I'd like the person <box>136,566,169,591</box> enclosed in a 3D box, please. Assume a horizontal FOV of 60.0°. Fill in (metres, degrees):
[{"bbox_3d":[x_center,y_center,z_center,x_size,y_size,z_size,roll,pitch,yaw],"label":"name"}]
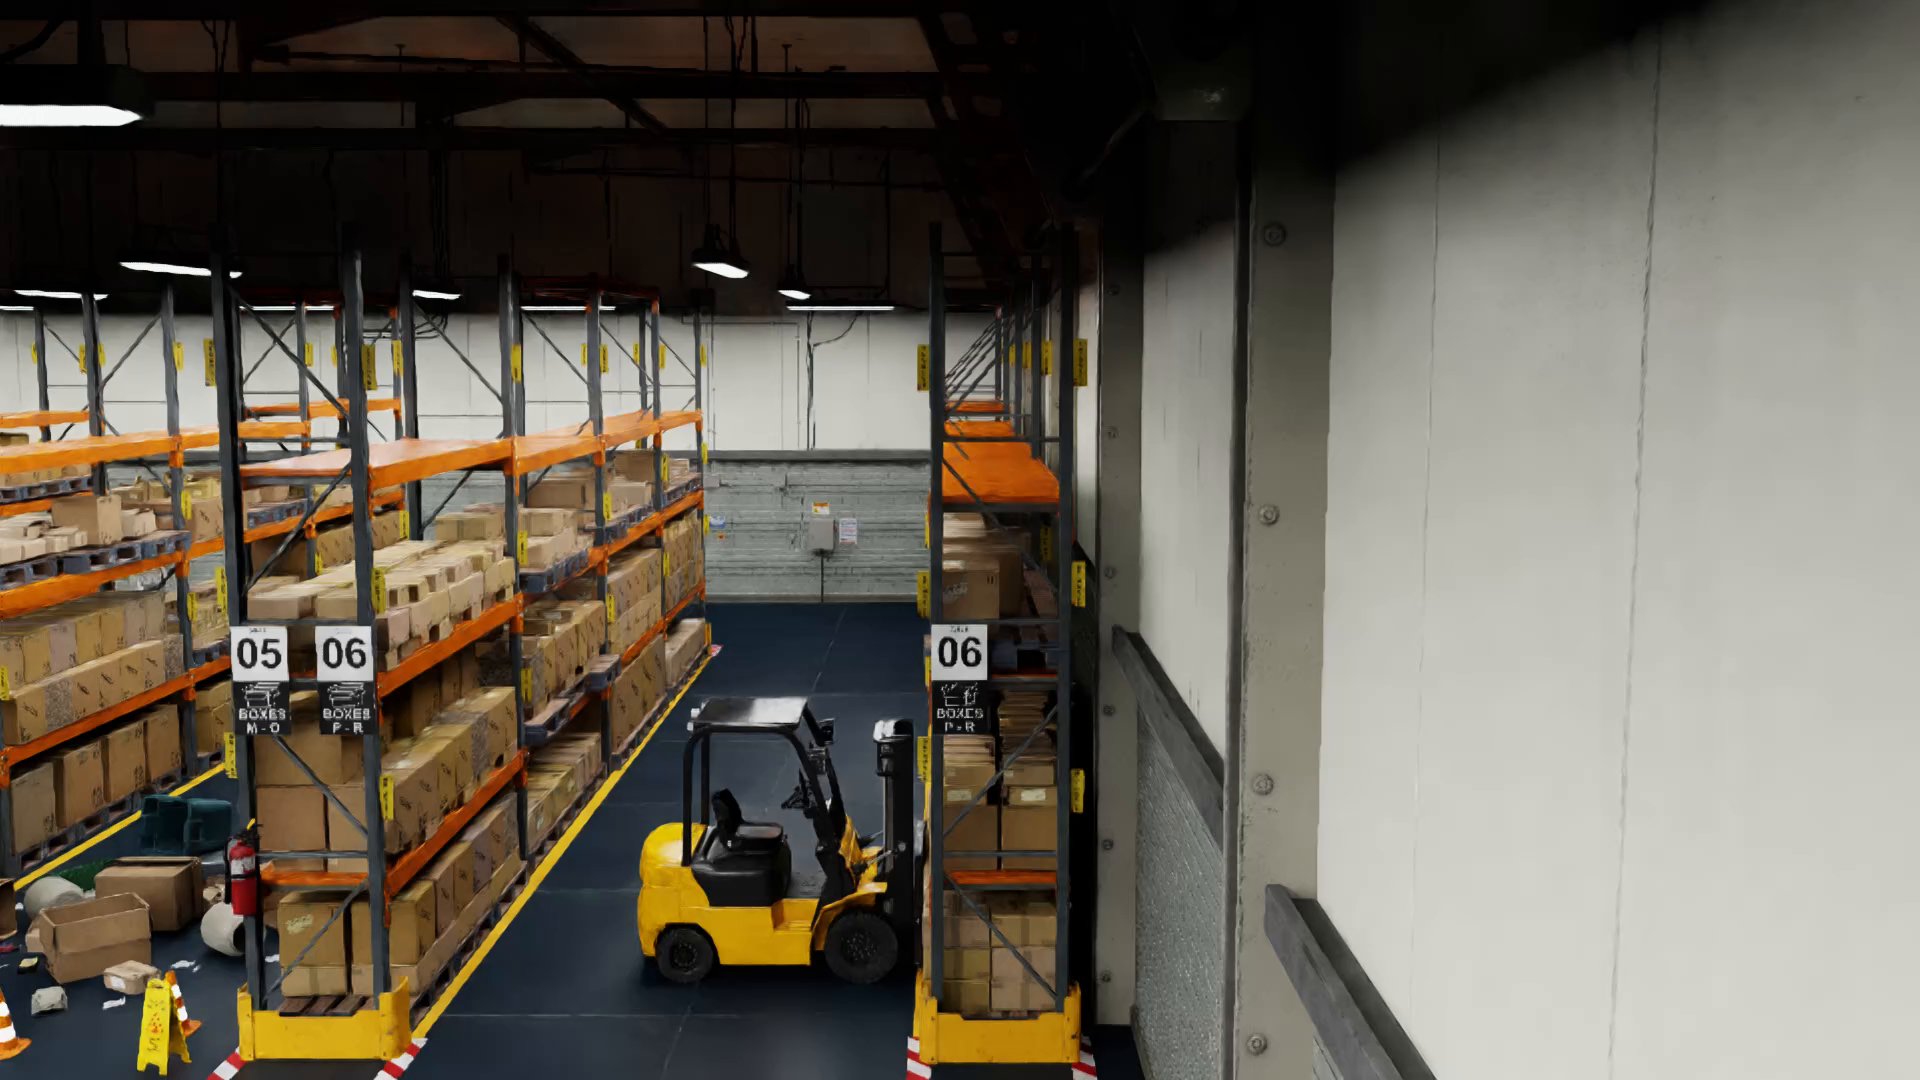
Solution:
[{"bbox_3d":[-14.872,0.792,30.628,0.529,1.625,0.938,-3,7,-23],"label":"person"}]
